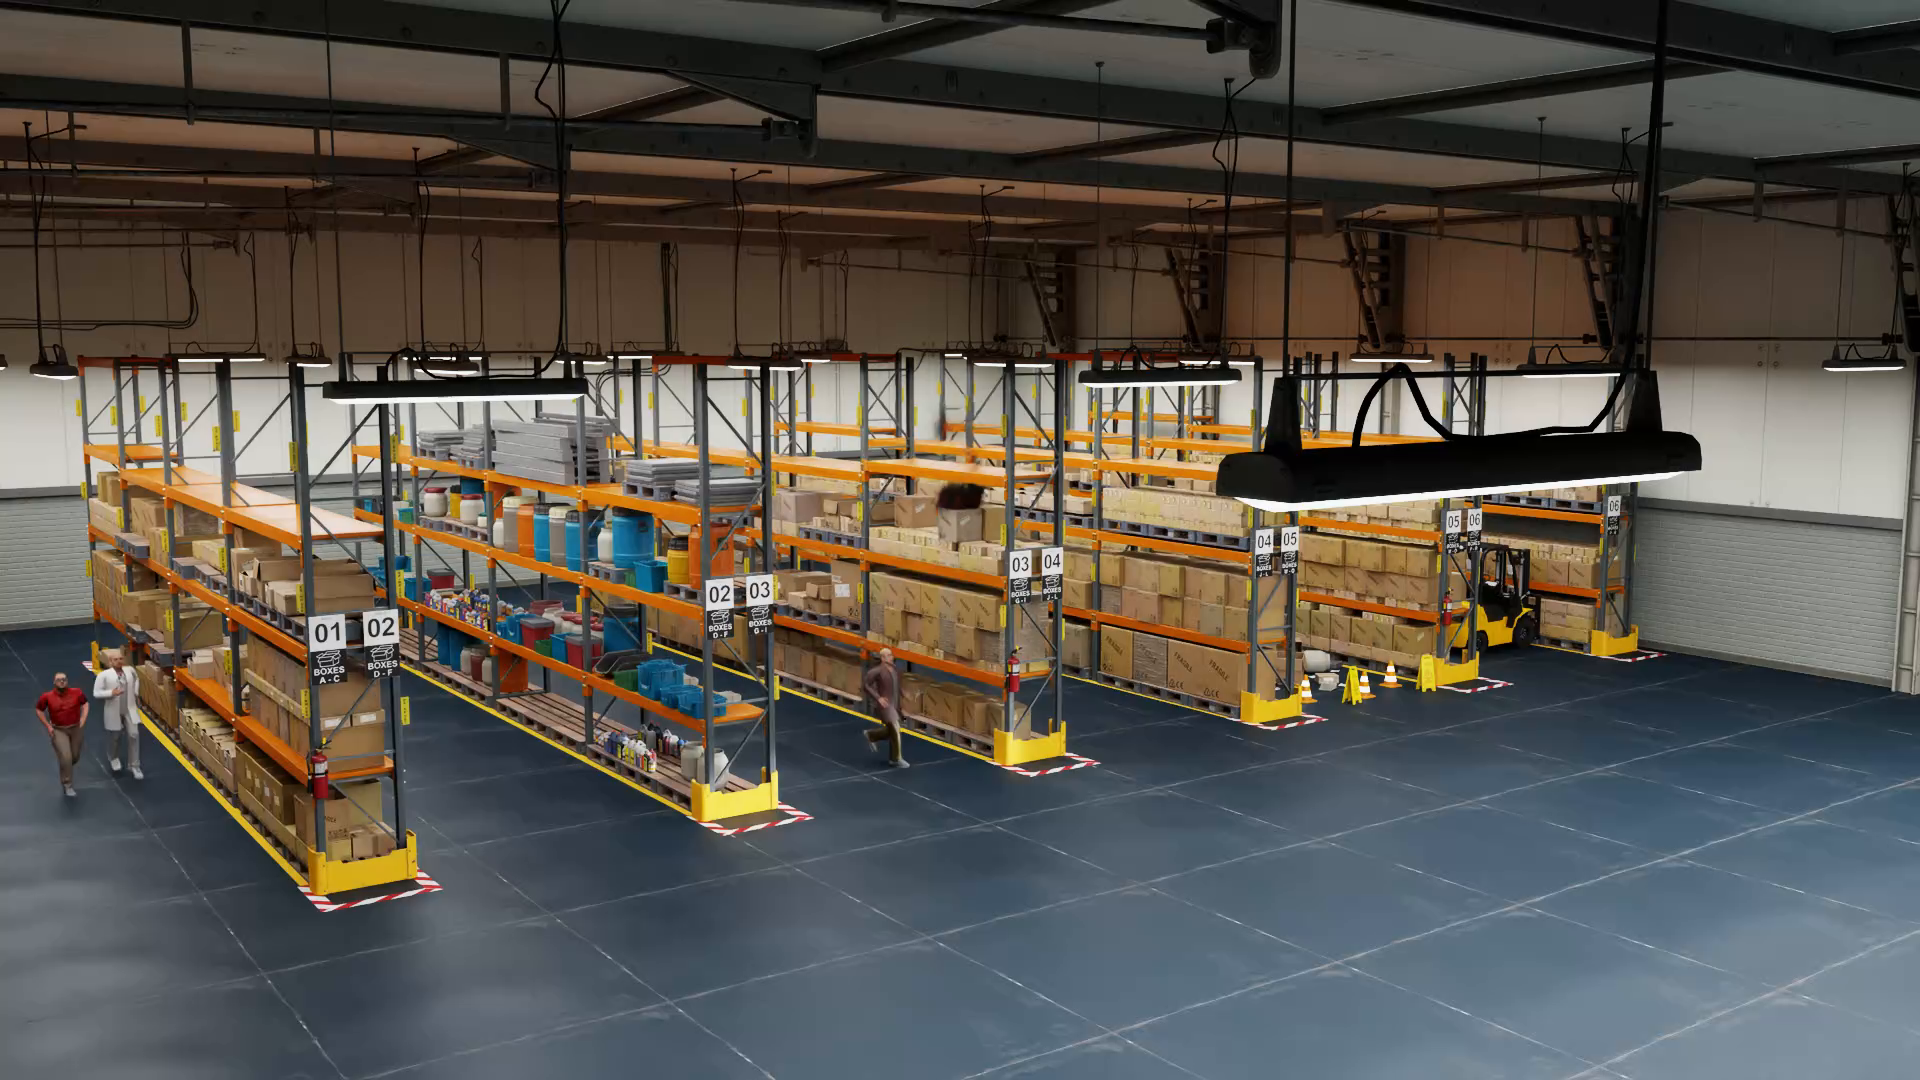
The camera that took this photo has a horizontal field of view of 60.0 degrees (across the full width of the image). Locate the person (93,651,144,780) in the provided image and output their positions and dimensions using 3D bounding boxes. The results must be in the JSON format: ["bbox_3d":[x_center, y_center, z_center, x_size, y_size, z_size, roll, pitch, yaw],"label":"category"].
[{"bbox_3d":[-12.178,2.517,24.102,0.696,1.828,0.917,-6,9,-42],"label":"person"}]

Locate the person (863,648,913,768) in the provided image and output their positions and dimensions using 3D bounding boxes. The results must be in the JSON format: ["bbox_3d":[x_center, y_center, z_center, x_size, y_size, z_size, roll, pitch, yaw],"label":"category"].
[{"bbox_3d":[-1.119,2.486,24.741,0.880,1.754,0.711,4,8,33],"label":"person"}]

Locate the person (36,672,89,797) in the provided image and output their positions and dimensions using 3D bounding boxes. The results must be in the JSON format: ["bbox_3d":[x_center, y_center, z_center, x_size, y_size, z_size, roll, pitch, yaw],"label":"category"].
[{"bbox_3d":[-12.526,2.688,23.243,0.658,1.738,0.786,-6,9,-42],"label":"person"}]

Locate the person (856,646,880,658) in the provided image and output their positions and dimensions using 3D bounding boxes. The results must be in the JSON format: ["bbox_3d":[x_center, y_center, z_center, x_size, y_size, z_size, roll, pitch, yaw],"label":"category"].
[{"bbox_3d":[-1.818,1.464,33.198,0.738,1.748,0.711,7,10,44],"label":"person"}]
